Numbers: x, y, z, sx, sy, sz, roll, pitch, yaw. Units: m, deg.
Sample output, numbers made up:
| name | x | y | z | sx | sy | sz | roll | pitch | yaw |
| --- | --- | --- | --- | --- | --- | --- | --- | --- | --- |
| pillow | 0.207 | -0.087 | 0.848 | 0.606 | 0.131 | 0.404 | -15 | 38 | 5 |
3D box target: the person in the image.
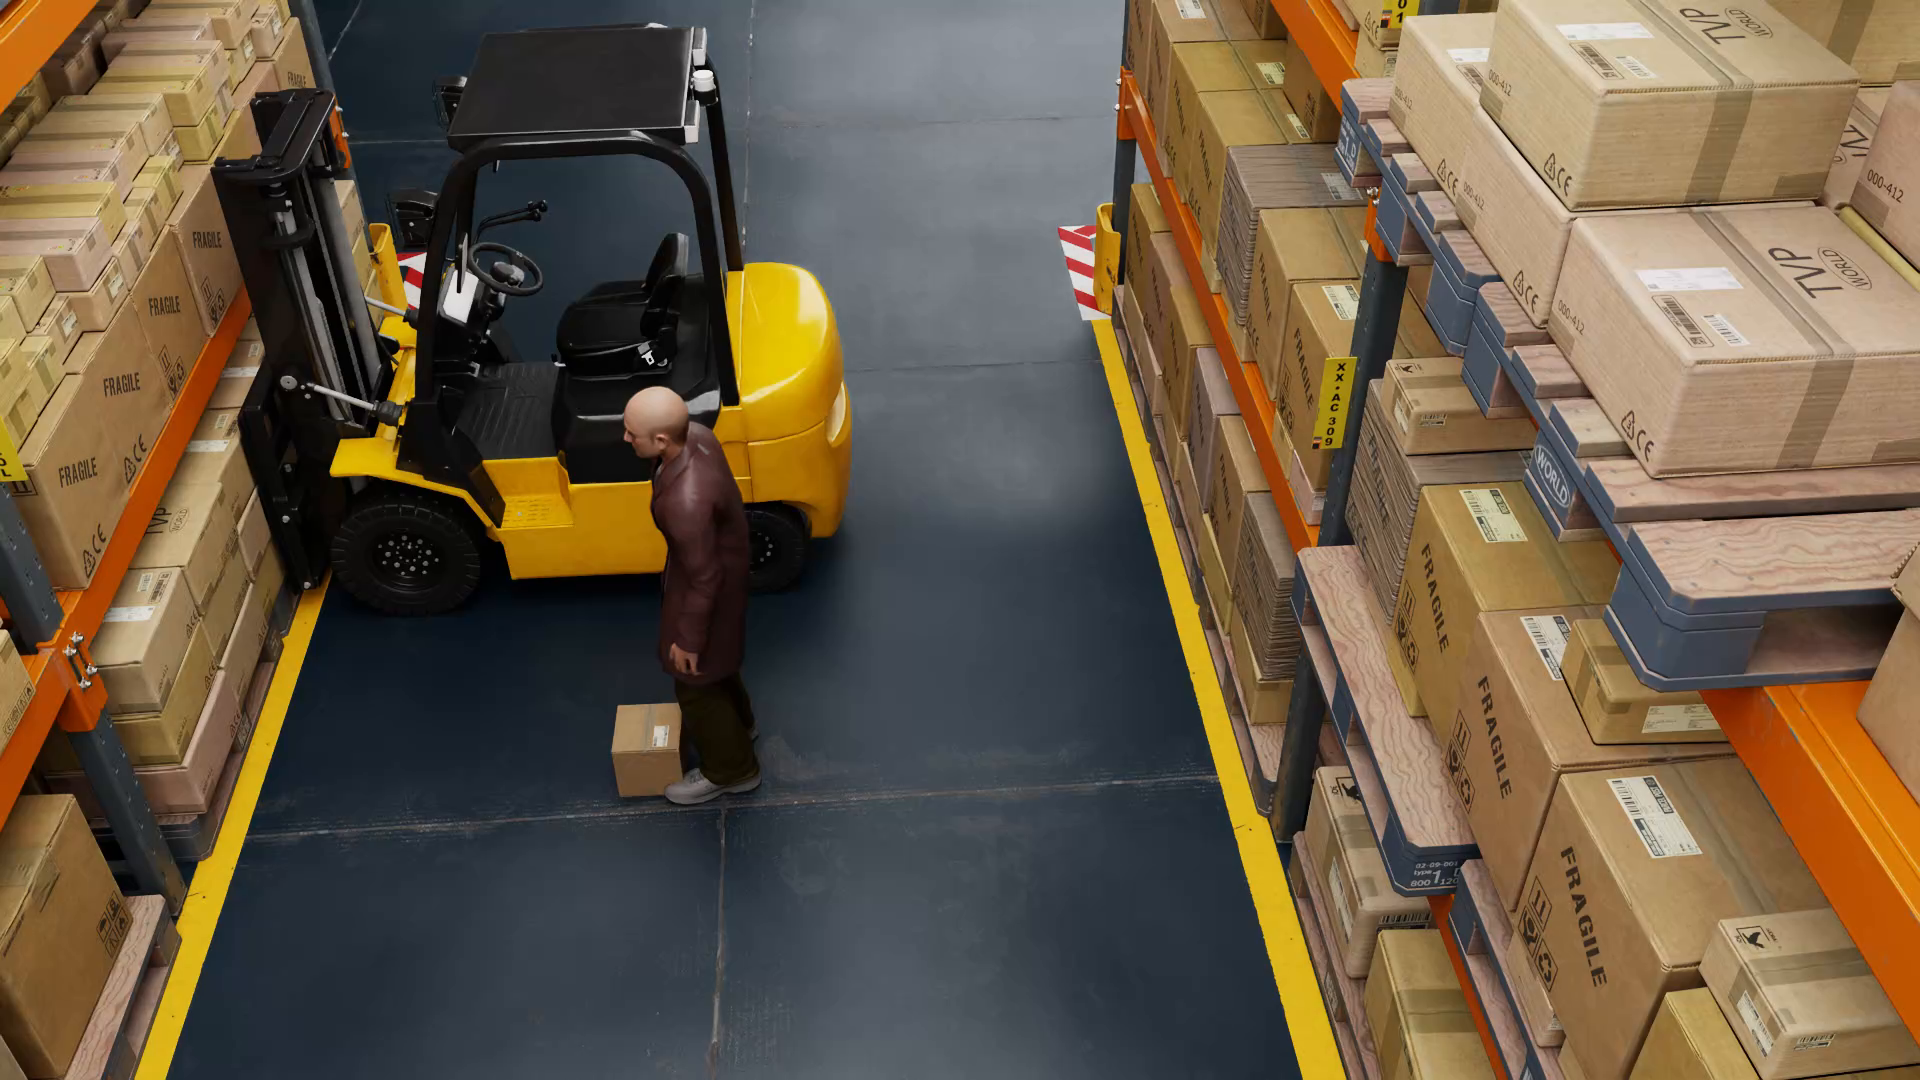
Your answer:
| name | x | y | z | sx | sy | sz | roll | pitch | yaw |
| --- | --- | --- | --- | --- | --- | --- | --- | --- | --- |
| person | -0.937 | 0.197 | 5.919 | 0.417 | 1.774 | 0.656 | -4 | 39 | -5 |
